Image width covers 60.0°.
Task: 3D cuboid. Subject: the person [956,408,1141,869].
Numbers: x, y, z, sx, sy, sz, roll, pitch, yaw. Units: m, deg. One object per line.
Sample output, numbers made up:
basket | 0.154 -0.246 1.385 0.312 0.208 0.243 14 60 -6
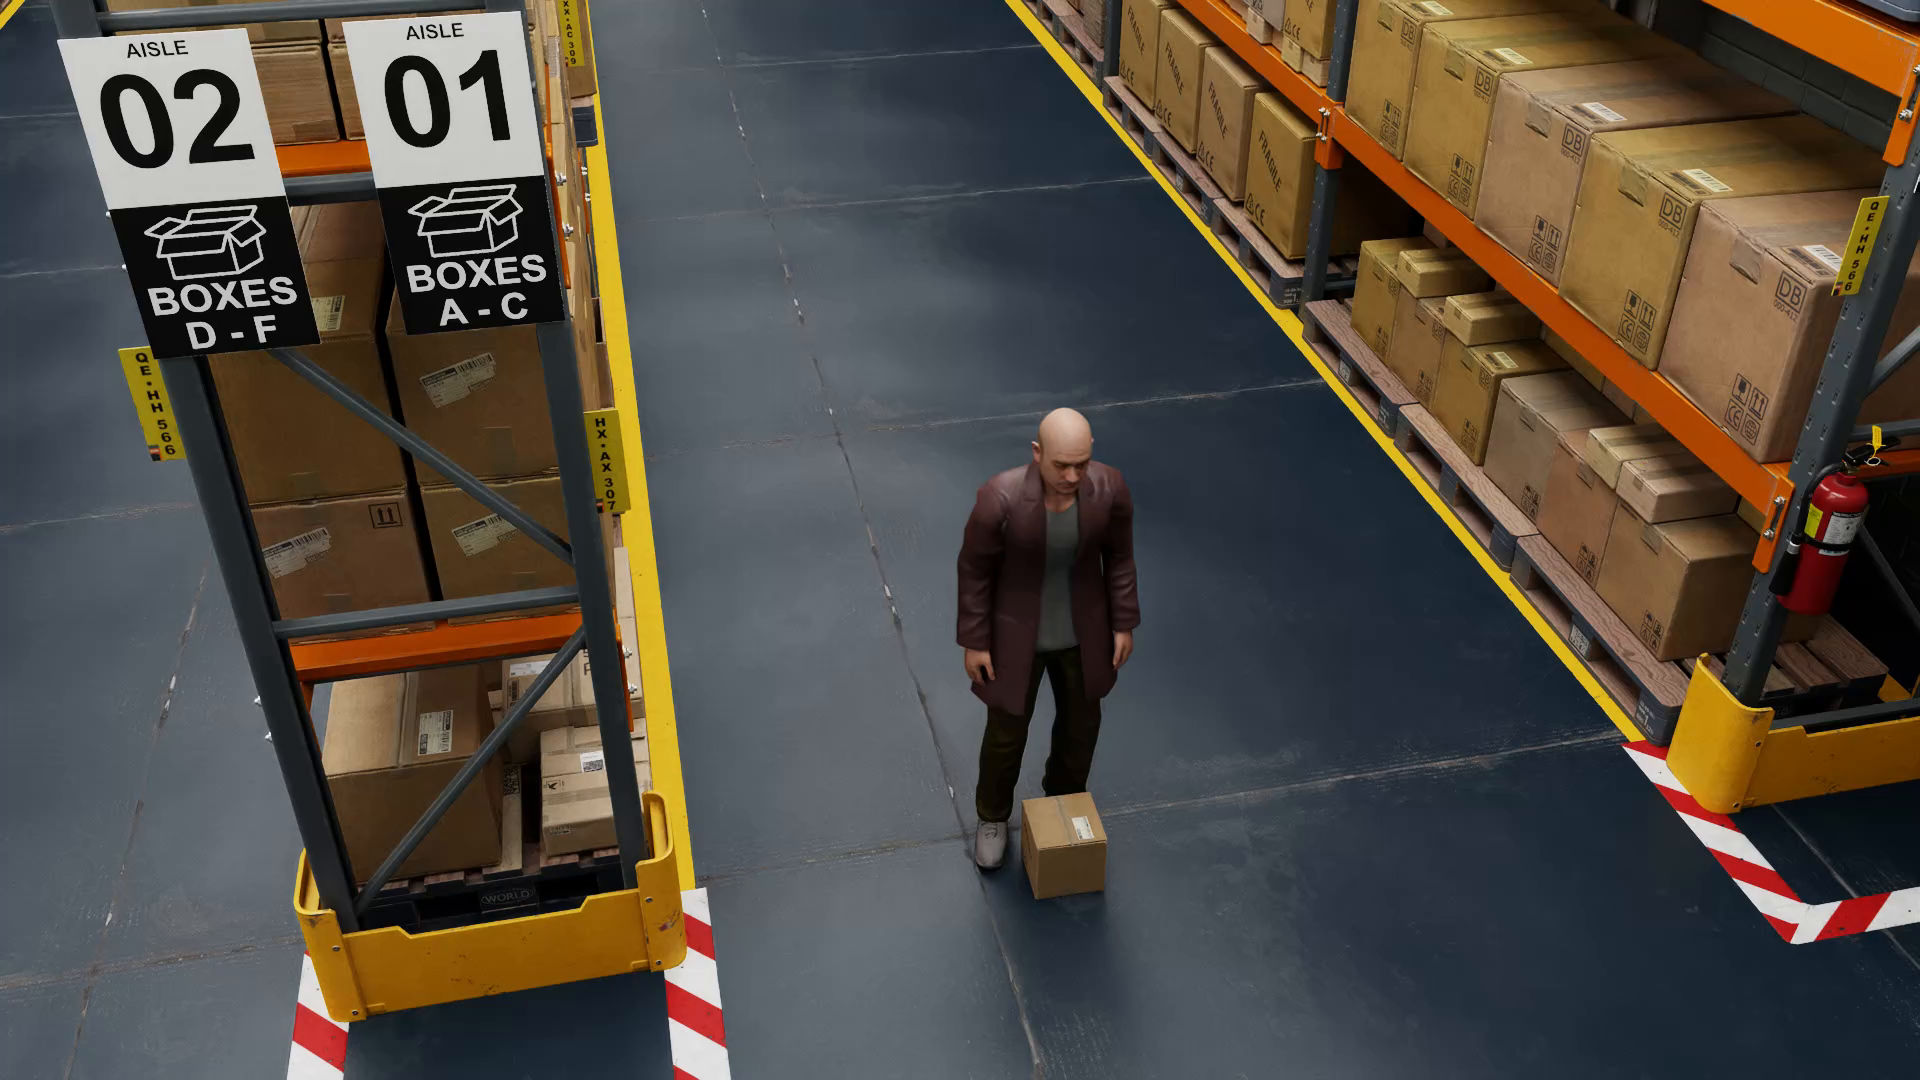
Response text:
person | 0.301 0.321 5.677 0.644 1.774 0.425 -7 35 -10
